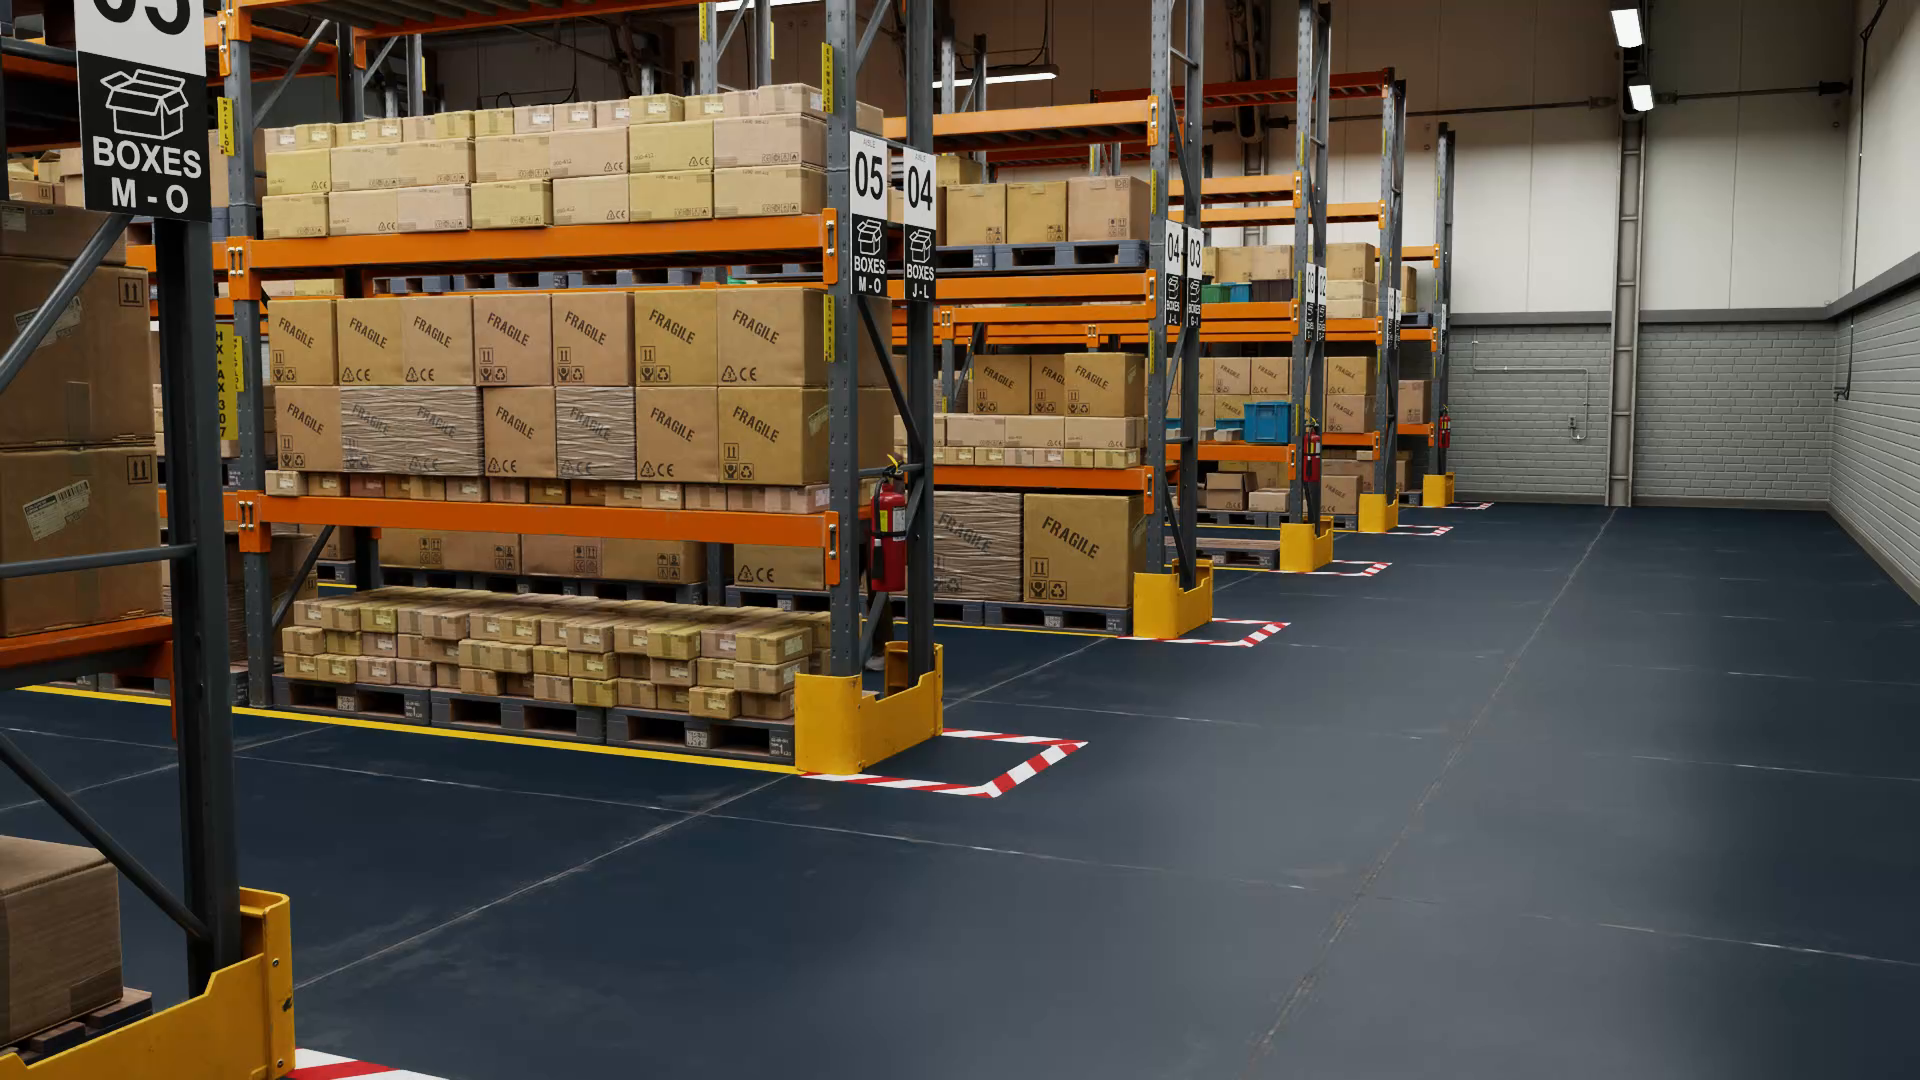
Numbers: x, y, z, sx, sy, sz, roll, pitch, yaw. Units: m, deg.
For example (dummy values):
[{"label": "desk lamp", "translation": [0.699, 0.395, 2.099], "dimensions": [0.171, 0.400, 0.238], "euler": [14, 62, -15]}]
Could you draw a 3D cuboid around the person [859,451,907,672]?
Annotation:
[{"label": "person", "translation": [-0.648, 0.016, 11.433], "dimensions": [0.569, 1.761, 0.382], "euler": [3, 6, 25]}]
